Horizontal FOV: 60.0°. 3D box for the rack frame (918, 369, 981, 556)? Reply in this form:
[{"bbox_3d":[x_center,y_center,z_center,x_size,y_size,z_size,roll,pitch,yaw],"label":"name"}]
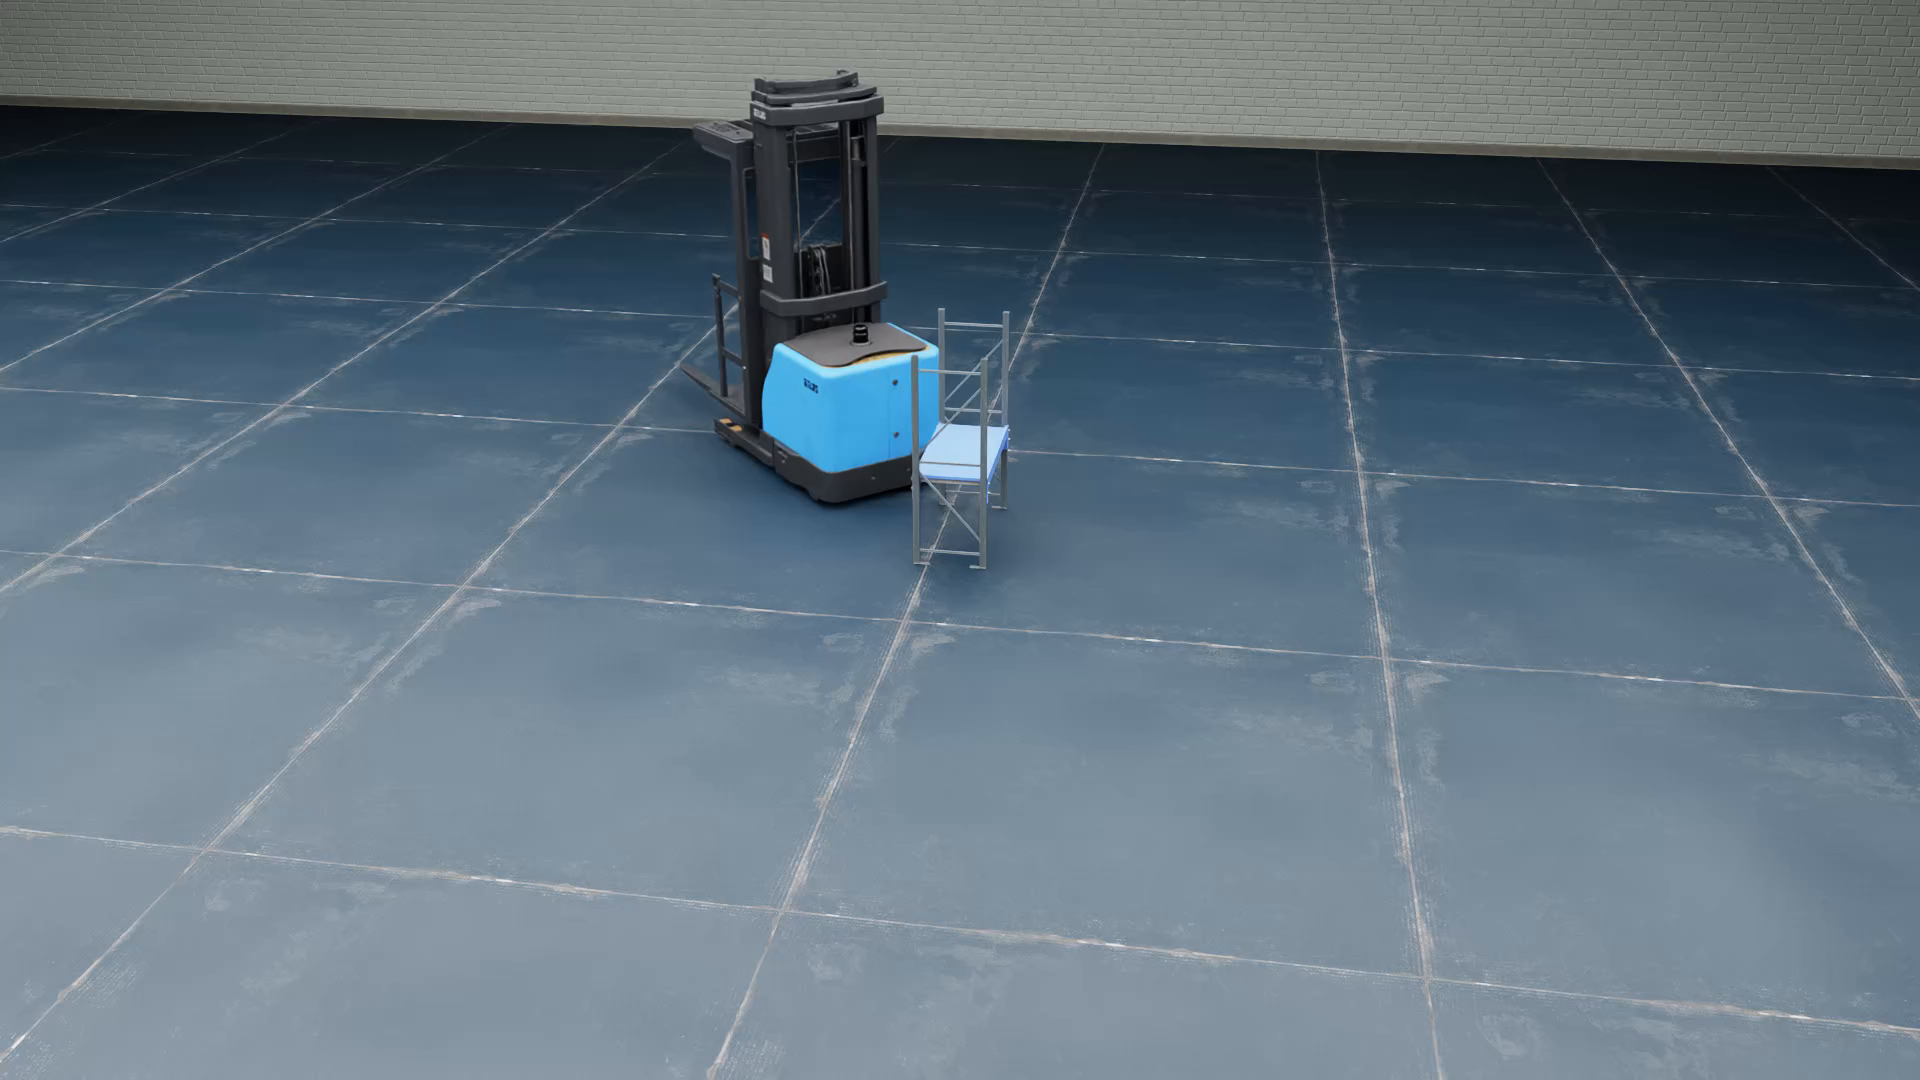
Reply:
[{"bbox_3d":[-0.071,-0.502,11.054,0.475,1.308,0.013,4,25,9],"label":"rack frame"}]

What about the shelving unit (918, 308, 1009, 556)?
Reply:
[{"bbox_3d":[0.015,-0.717,11.512,0.500,1.500,1.039,4,25,9],"label":"shelving unit"}]

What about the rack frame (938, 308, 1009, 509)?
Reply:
[{"bbox_3d":[0.097,-0.928,11.962,0.500,1.500,0.032,4,25,9],"label":"rack frame"}]

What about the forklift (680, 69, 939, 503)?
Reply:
[{"bbox_3d":[-1.335,-2.176,12.941,1.130,2.935,3.031,-15,29,-29],"label":"forklift"}]

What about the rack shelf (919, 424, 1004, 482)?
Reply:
[{"bbox_3d":[0.014,-0.612,11.556,0.459,0.026,0.952,4,25,9],"label":"rack shelf"}]
